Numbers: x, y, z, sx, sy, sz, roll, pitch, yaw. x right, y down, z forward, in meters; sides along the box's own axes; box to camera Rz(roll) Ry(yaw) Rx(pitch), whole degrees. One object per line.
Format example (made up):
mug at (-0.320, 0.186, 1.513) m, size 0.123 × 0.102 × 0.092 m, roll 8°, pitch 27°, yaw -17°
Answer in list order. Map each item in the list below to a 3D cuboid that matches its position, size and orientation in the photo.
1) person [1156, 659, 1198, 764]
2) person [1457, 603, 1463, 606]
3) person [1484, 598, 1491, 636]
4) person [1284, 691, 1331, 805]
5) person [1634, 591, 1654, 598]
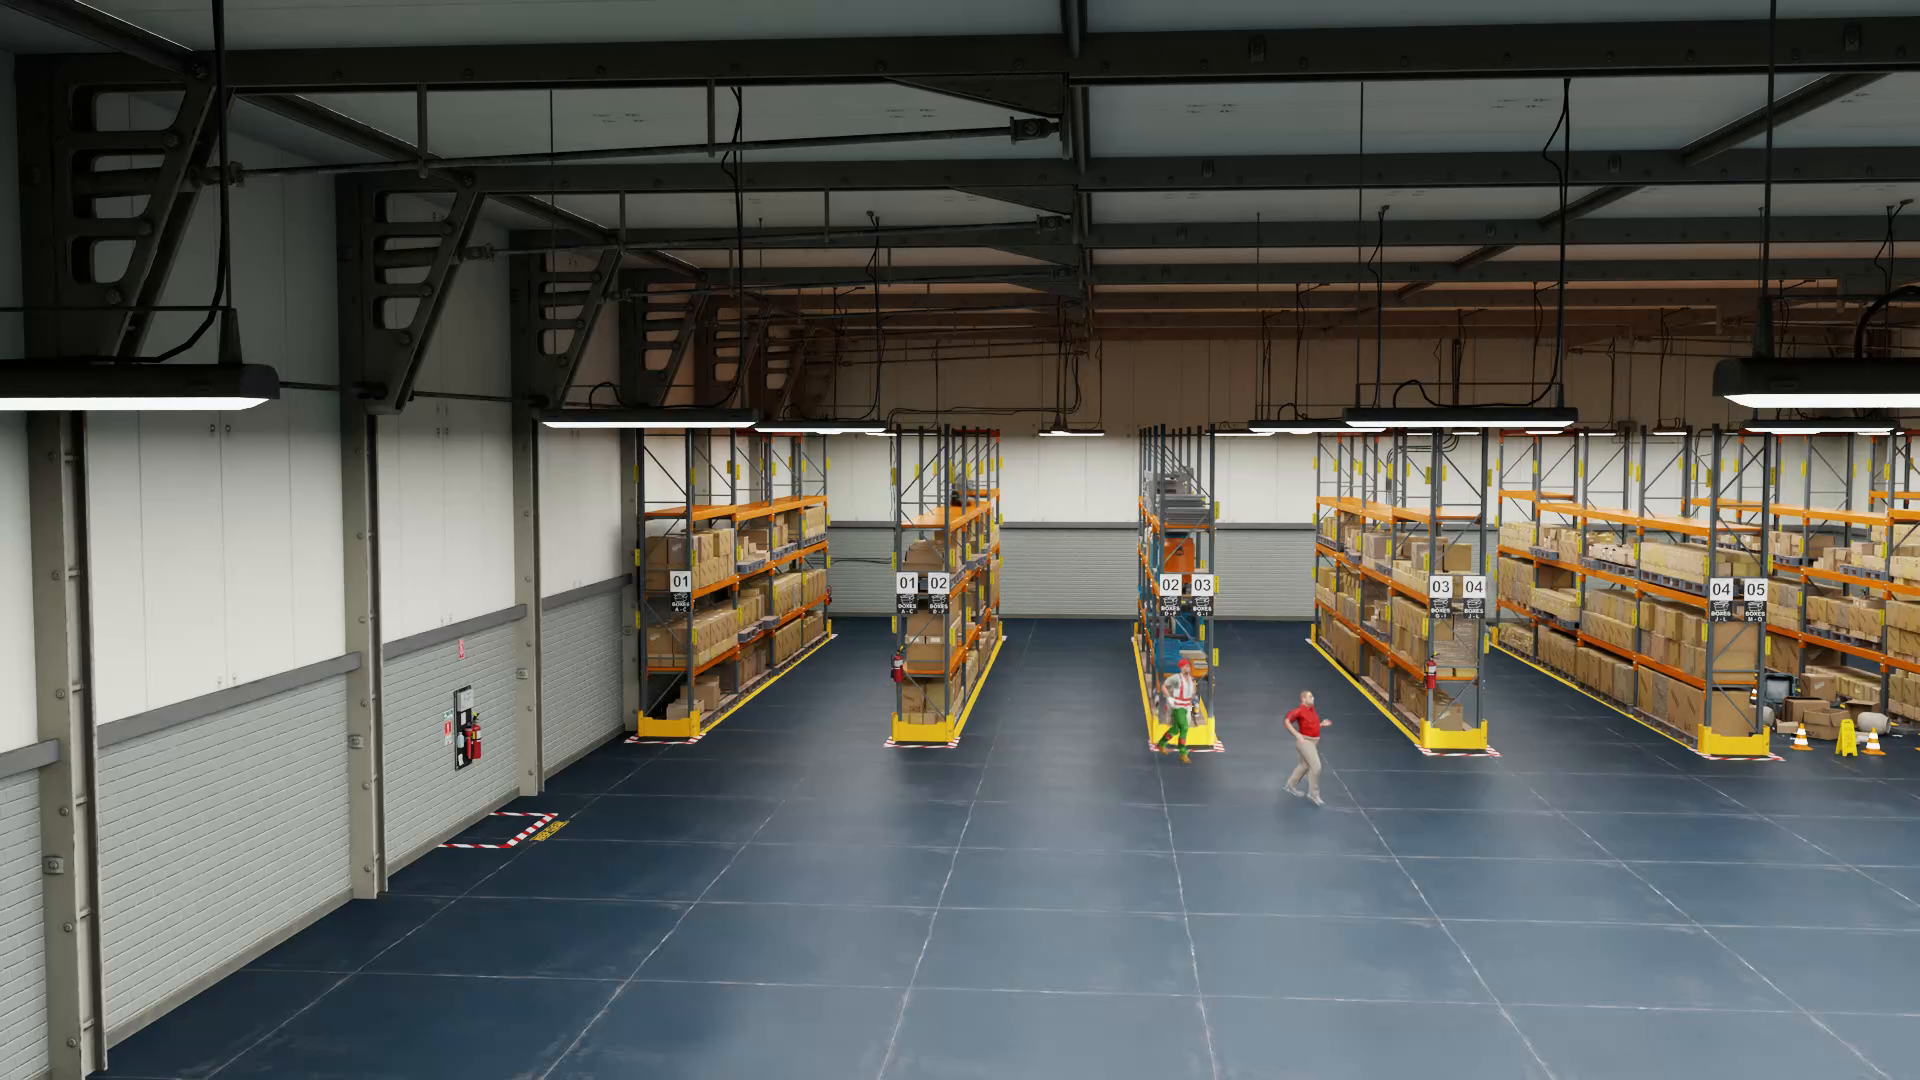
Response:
person at (3.917, 3.017, 29.710) m, size 0.846 × 1.821 × 0.658 m, roll 3°, pitch 5°, yaw 43°
person at (13.799, 2.046, 46.686) m, size 0.796 × 1.656 × 0.674 m, roll -3°, pitch 5°, yaw -45°
person at (14.758, 2.045, 47.224) m, size 0.812 × 1.638 × 0.603 m, roll -1°, pitch 4°, yaw -13°
person at (5.467, 3.269, 26.218) m, size 0.760 × 1.790 × 0.642 m, roll 2°, pitch 4°, yaw 30°
person at (19.348, 1.962, 47.224) m, size 0.967 × 1.793 × 0.687 m, roll 0°, pitch 3°, yaw 2°
